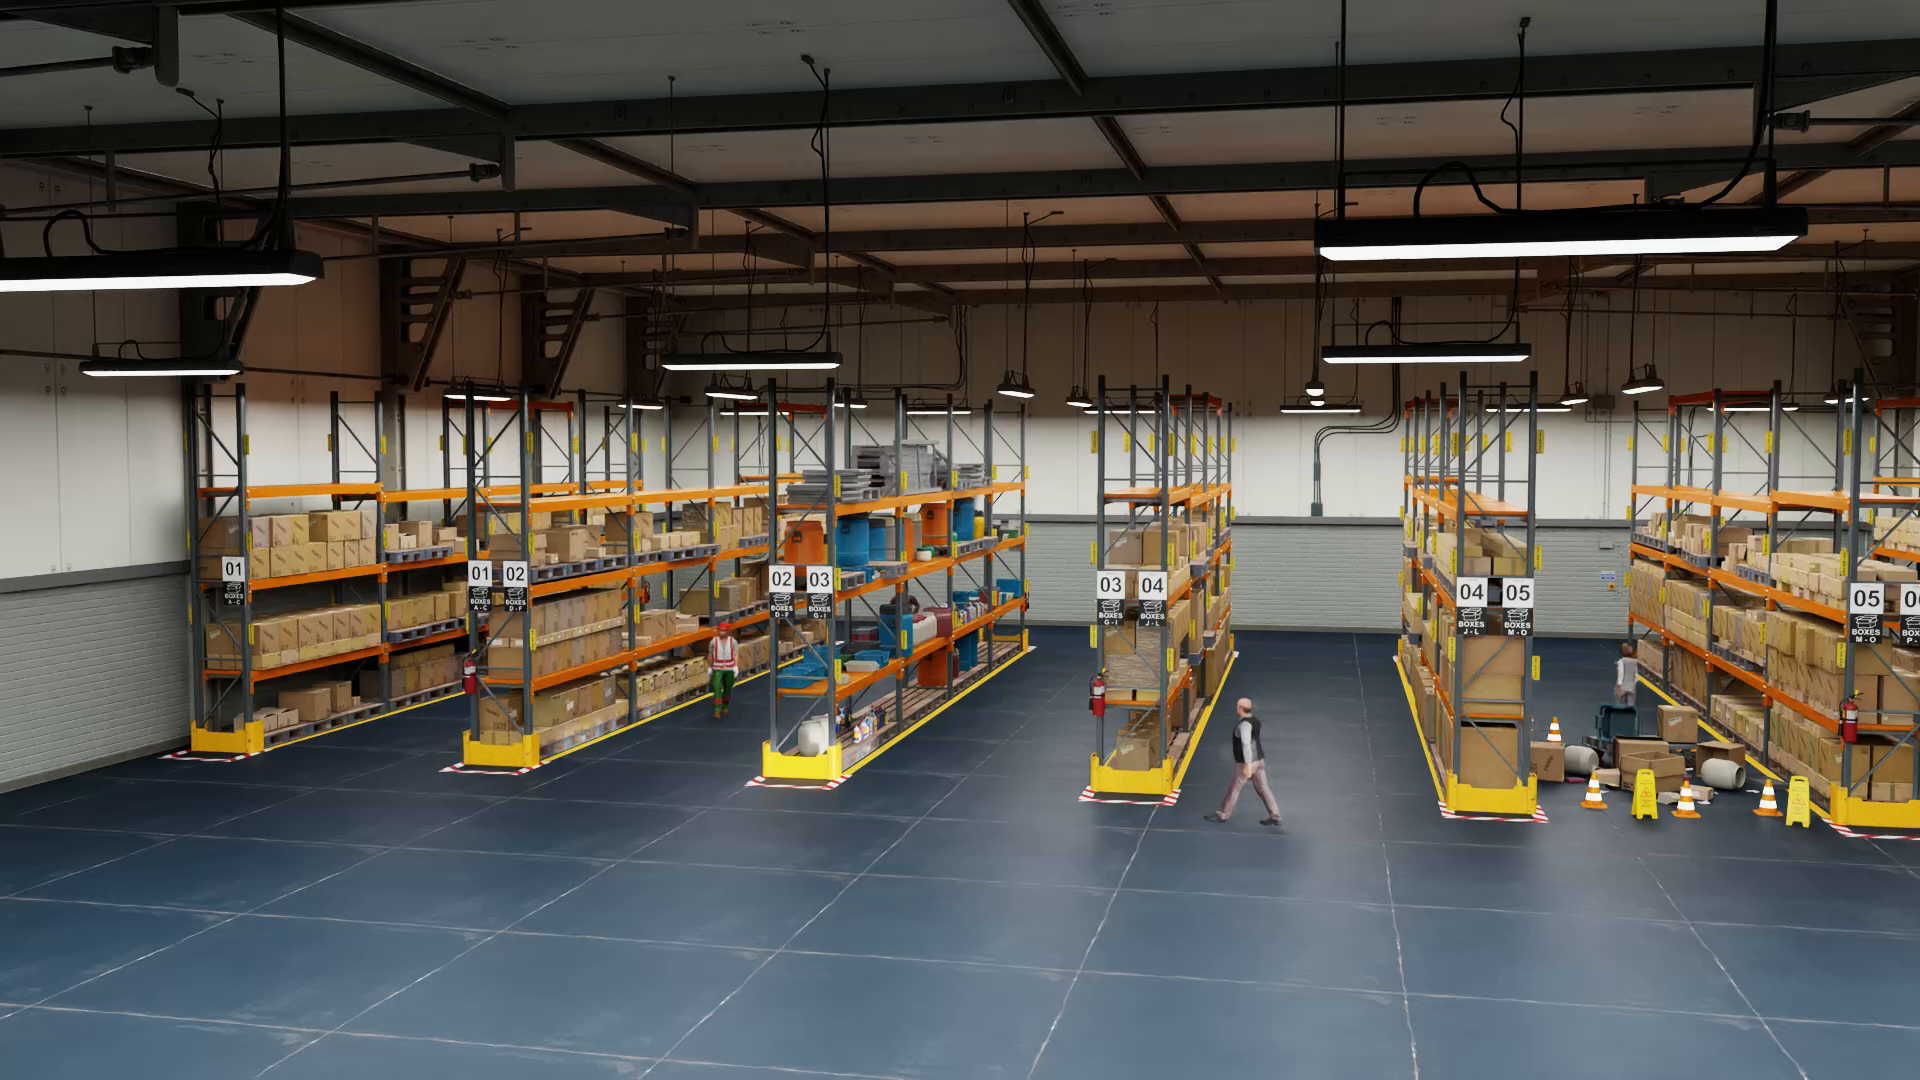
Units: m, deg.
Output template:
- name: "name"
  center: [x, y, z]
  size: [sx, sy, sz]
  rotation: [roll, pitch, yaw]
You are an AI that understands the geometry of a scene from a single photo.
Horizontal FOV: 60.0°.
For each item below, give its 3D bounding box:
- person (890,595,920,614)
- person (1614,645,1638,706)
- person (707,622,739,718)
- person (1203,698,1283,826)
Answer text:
- name: "person"
  center: [-1.319, 1.908, 39.524]
  size: [0.720, 1.688, 0.664]
  rotation: [1, 3, 21]
- name: "person"
  center: [11.378, 2.605, 28.367]
  size: [0.409, 1.626, 0.621]
  rotation: [0, 3, 6]
- name: "person"
  center: [-4.309, 2.366, 30.365]
  size: [0.559, 1.731, 1.040]
  rotation: [-1, 3, -16]
- name: "person"
  center: [3.737, 2.899, 21.818]
  size: [1.031, 1.656, 0.589]
  rotation: [2, 4, 30]
